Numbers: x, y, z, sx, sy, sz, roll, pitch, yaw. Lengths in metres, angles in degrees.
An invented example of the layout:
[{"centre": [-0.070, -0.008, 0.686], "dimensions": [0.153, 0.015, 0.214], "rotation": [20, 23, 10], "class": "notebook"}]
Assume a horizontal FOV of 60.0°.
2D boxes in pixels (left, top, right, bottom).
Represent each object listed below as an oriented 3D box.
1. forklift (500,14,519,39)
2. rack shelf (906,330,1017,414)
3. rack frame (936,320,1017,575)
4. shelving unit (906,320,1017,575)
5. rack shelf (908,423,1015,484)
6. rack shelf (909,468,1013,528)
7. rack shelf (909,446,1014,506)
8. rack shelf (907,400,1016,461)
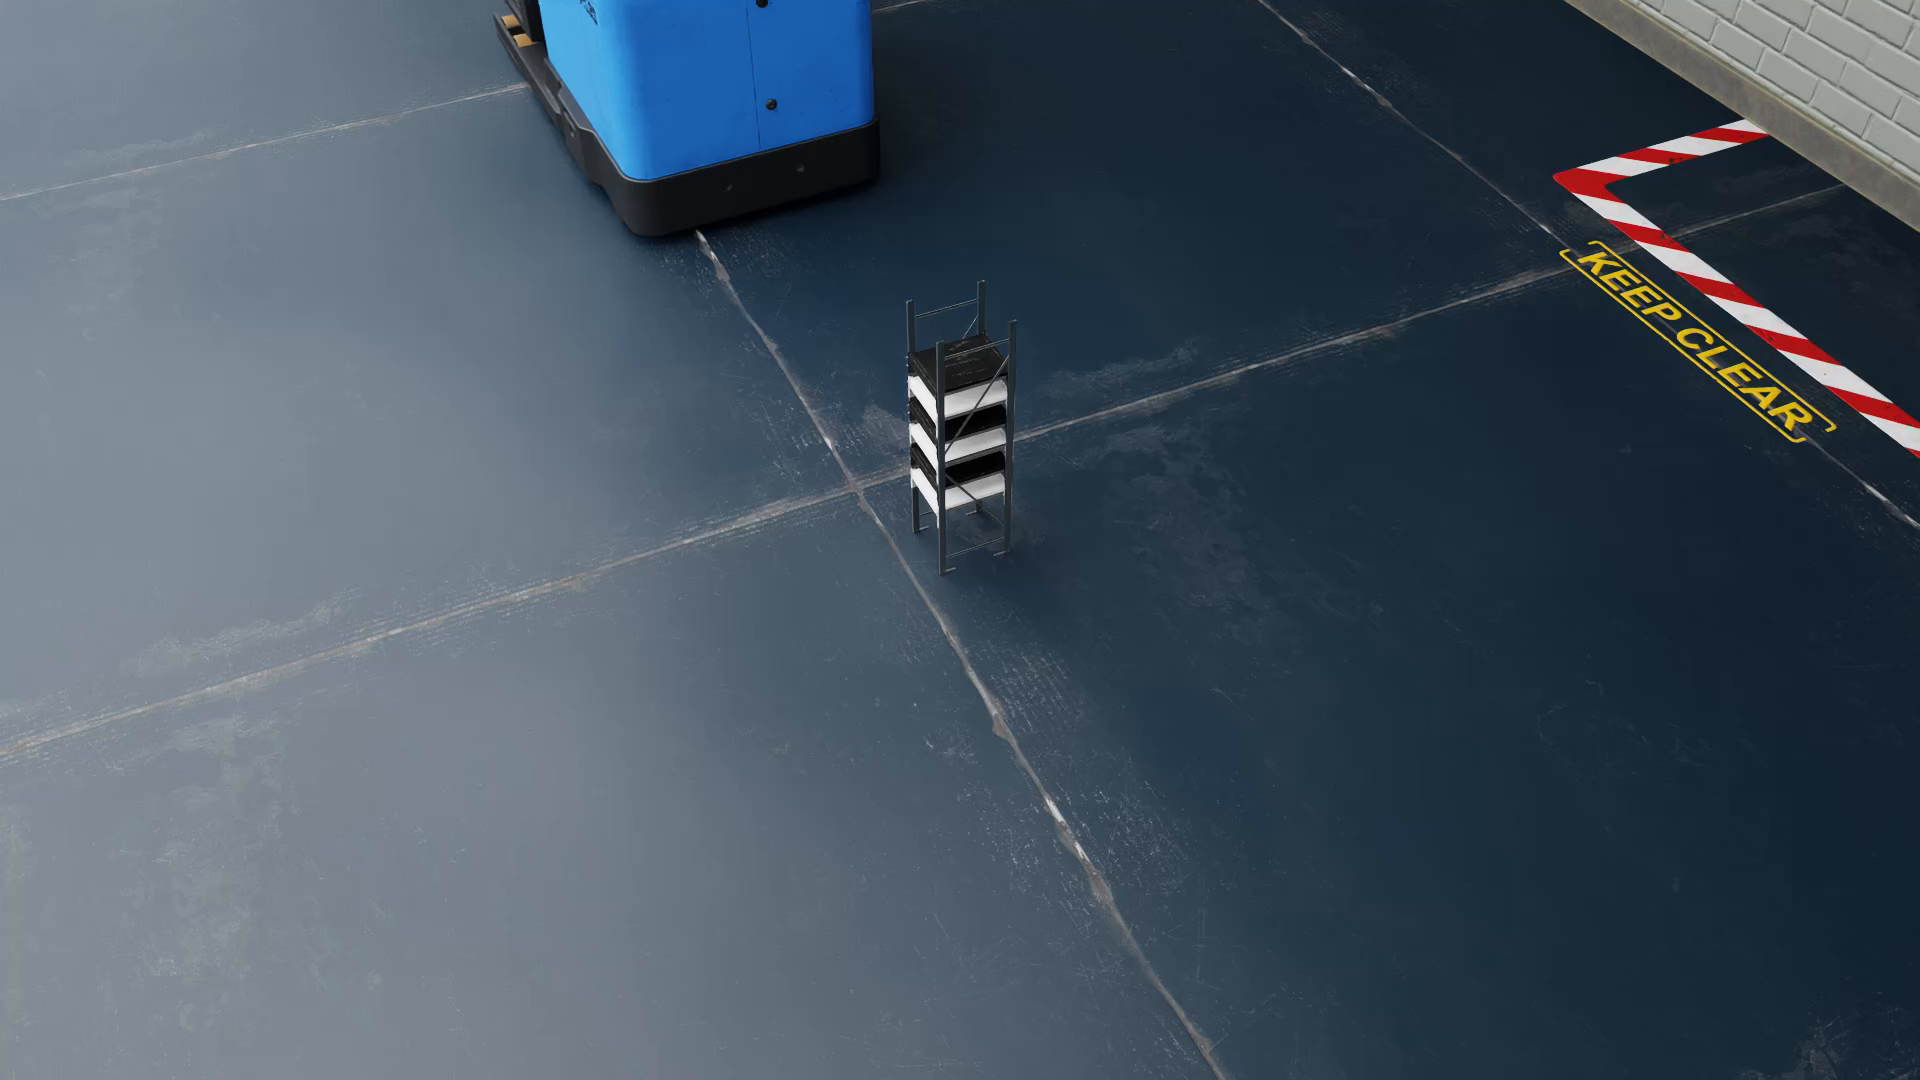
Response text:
[{"centre": [-1.421, -3.236, 6.443], "dimensions": [1.121, 2.935, 3.031], "rotation": [-19, 48, -19], "class": "forklift"}, {"centre": [0.003, -0.484, 4.762], "dimensions": [0.258, 0.077, 0.200], "rotation": [-18, 47, -17], "class": "rack shelf"}, {"centre": [0.046, -0.250, 4.863], "dimensions": [0.240, 0.900, 0.006], "rotation": [-18, 47, -17], "class": "rack frame"}, {"centre": [-1.299, -6.959, 11.662], "dimensions": [6.000, 0.900, 18.469], "rotation": [-18, 47, -17], "class": "shelving unit"}, {"centre": [0.003, -0.291, 4.952], "dimensions": [0.258, 0.077, 0.200], "rotation": [-18, 47, -17], "class": "rack shelf"}, {"centre": [-1.300, -6.738, 11.883], "dimensions": [6.000, 0.275, 18.464], "rotation": [-18, 47, -17], "class": "rack shelf"}, {"centre": [0.003, -0.227, 5.015], "dimensions": [0.258, 0.077, 0.200], "rotation": [-18, 47, -17], "class": "rack shelf"}, {"centre": [0.003, -0.355, 4.889], "dimensions": [0.258, 0.077, 0.200], "rotation": [-18, 47, -17], "class": "rack shelf"}]
